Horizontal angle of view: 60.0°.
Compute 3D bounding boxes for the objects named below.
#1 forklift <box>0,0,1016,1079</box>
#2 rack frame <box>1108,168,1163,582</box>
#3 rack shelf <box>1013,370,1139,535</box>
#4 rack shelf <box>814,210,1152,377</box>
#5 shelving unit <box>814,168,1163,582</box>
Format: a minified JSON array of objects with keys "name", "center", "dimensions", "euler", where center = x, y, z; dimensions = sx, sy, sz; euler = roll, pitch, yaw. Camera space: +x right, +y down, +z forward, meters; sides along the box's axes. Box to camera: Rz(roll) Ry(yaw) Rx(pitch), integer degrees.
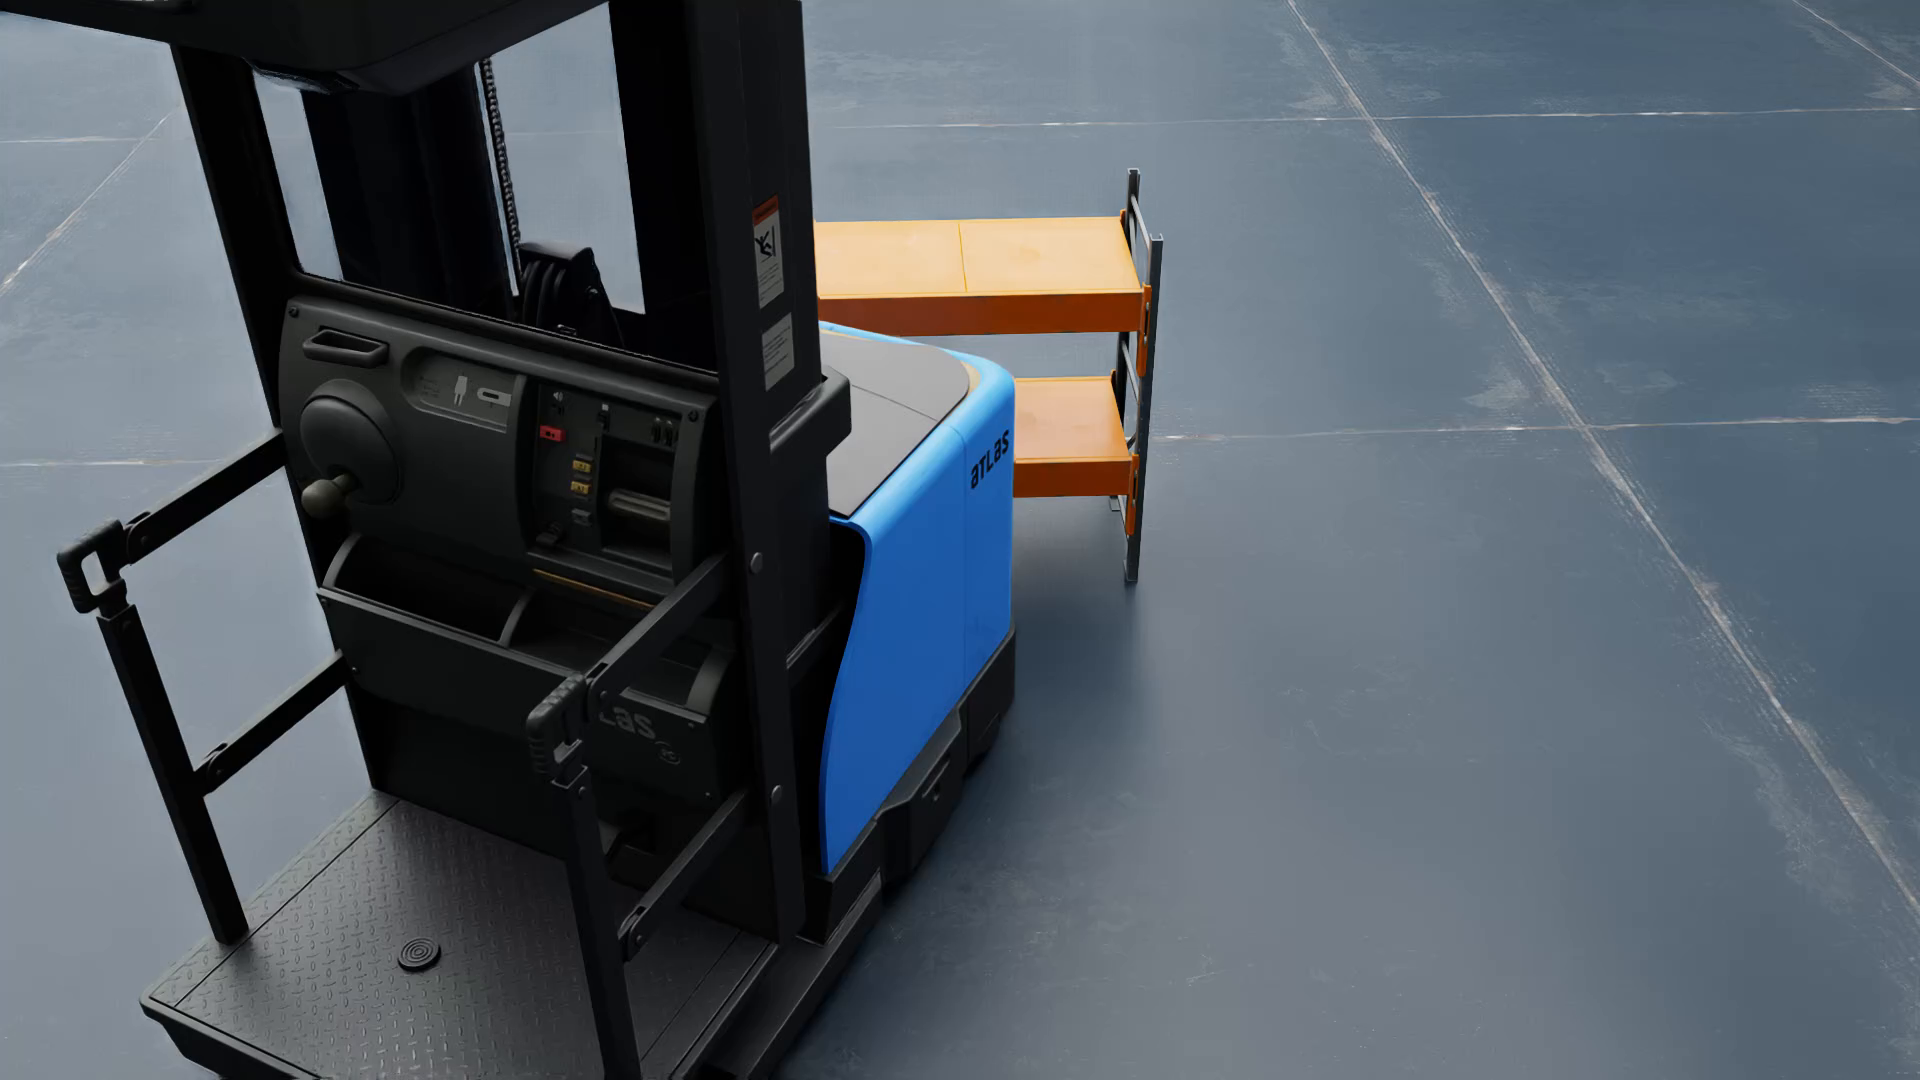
[{"name":"forklift","center":[-0.945,-0.108,2.831],"dimensions":[1.130,2.935,3.031],"euler":[15,38,21]},{"name":"rack frame","center":[0.515,-0.476,4.950],"dimensions":[0.032,1.125,0.500],"euler":[-2,35,-2]},{"name":"rack shelf","center":[0.007,-0.262,5.069],"dimensions":[1.000,0.278,0.538],"euler":[-2,35,-2]},{"name":"rack shelf","center":[0.007,-0.703,4.764],"dimensions":[1.000,0.278,0.538],"euler":[-2,35,-2]},{"name":"shelving unit","center":[0.007,-0.463,4.930],"dimensions":[1.048,1.125,0.538],"euler":[-2,35,-2]}]
